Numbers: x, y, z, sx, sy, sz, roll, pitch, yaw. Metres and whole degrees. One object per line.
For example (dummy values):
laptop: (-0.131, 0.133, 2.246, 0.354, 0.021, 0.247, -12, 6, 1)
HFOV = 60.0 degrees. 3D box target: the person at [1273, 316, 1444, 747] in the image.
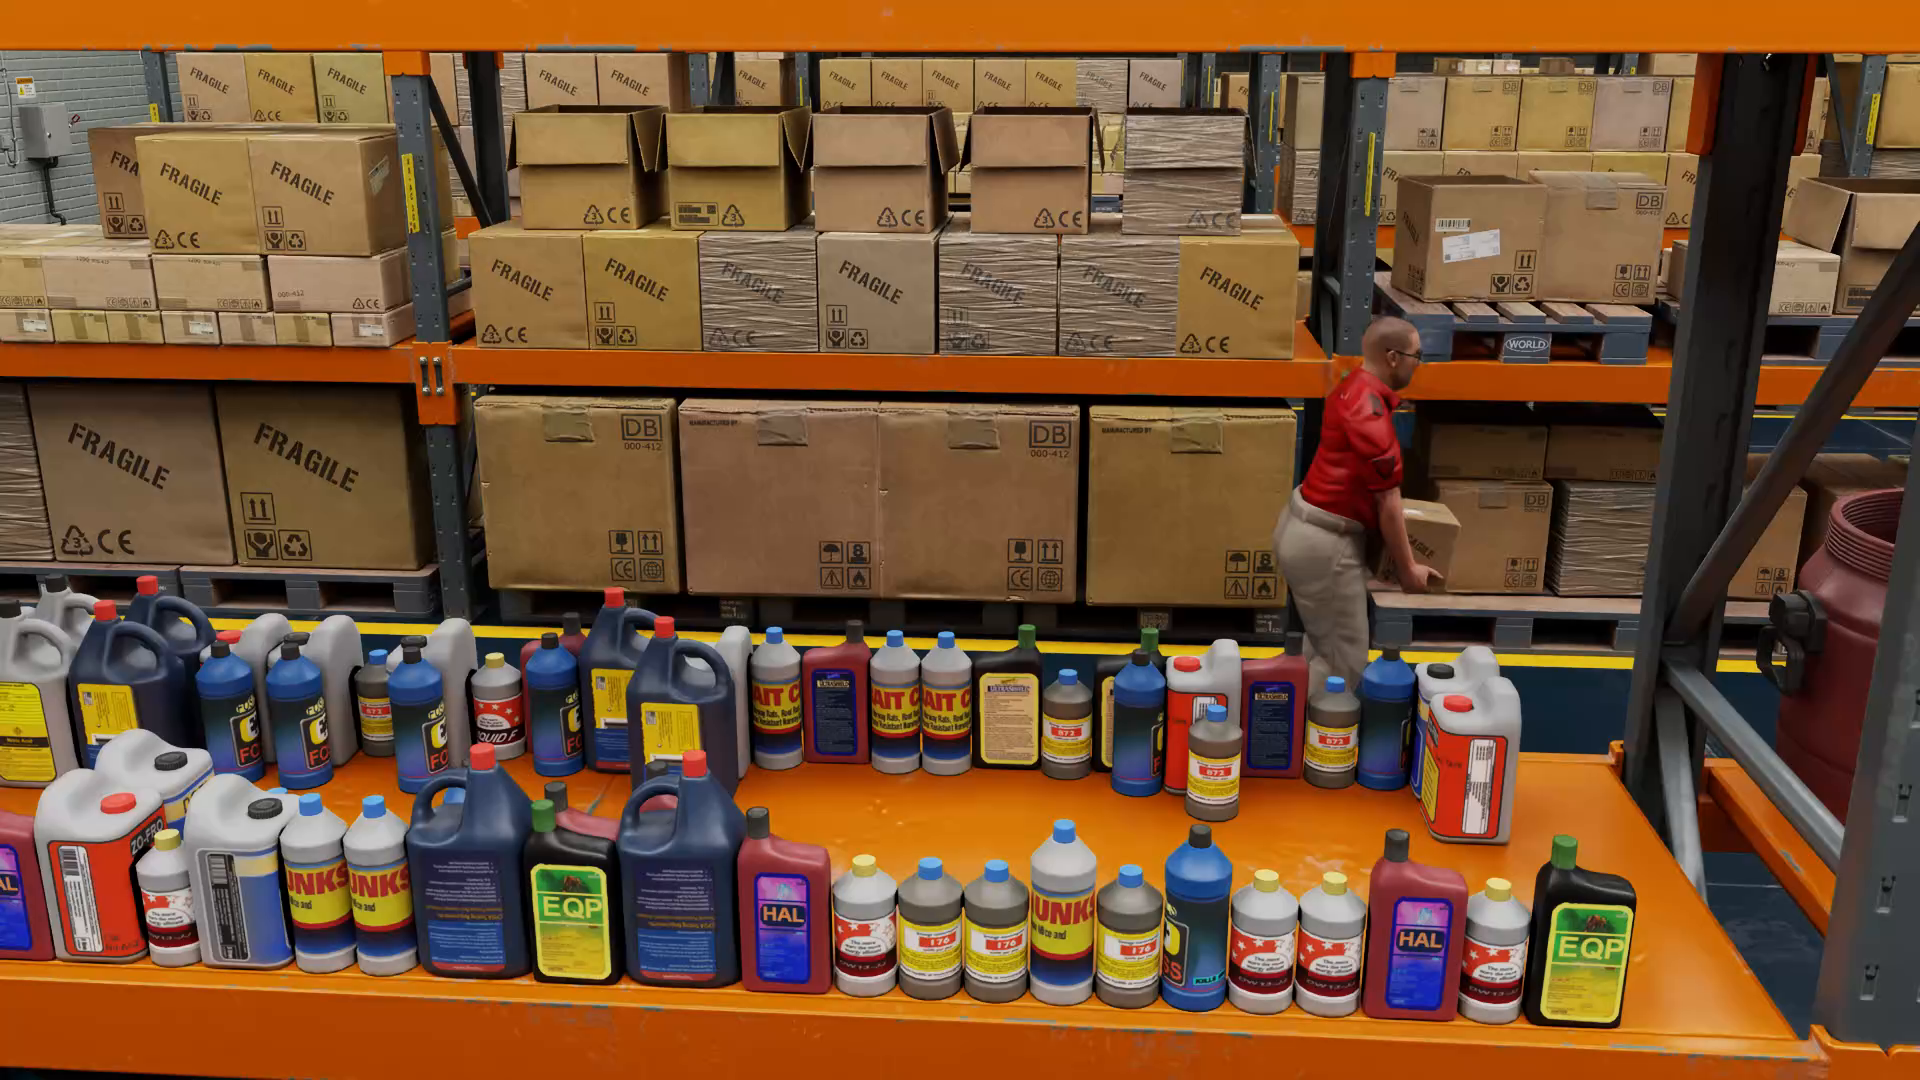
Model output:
person: (1.427, 0.038, 6.013, 0.579, 1.702, 0.478, 1, 17, 3)
